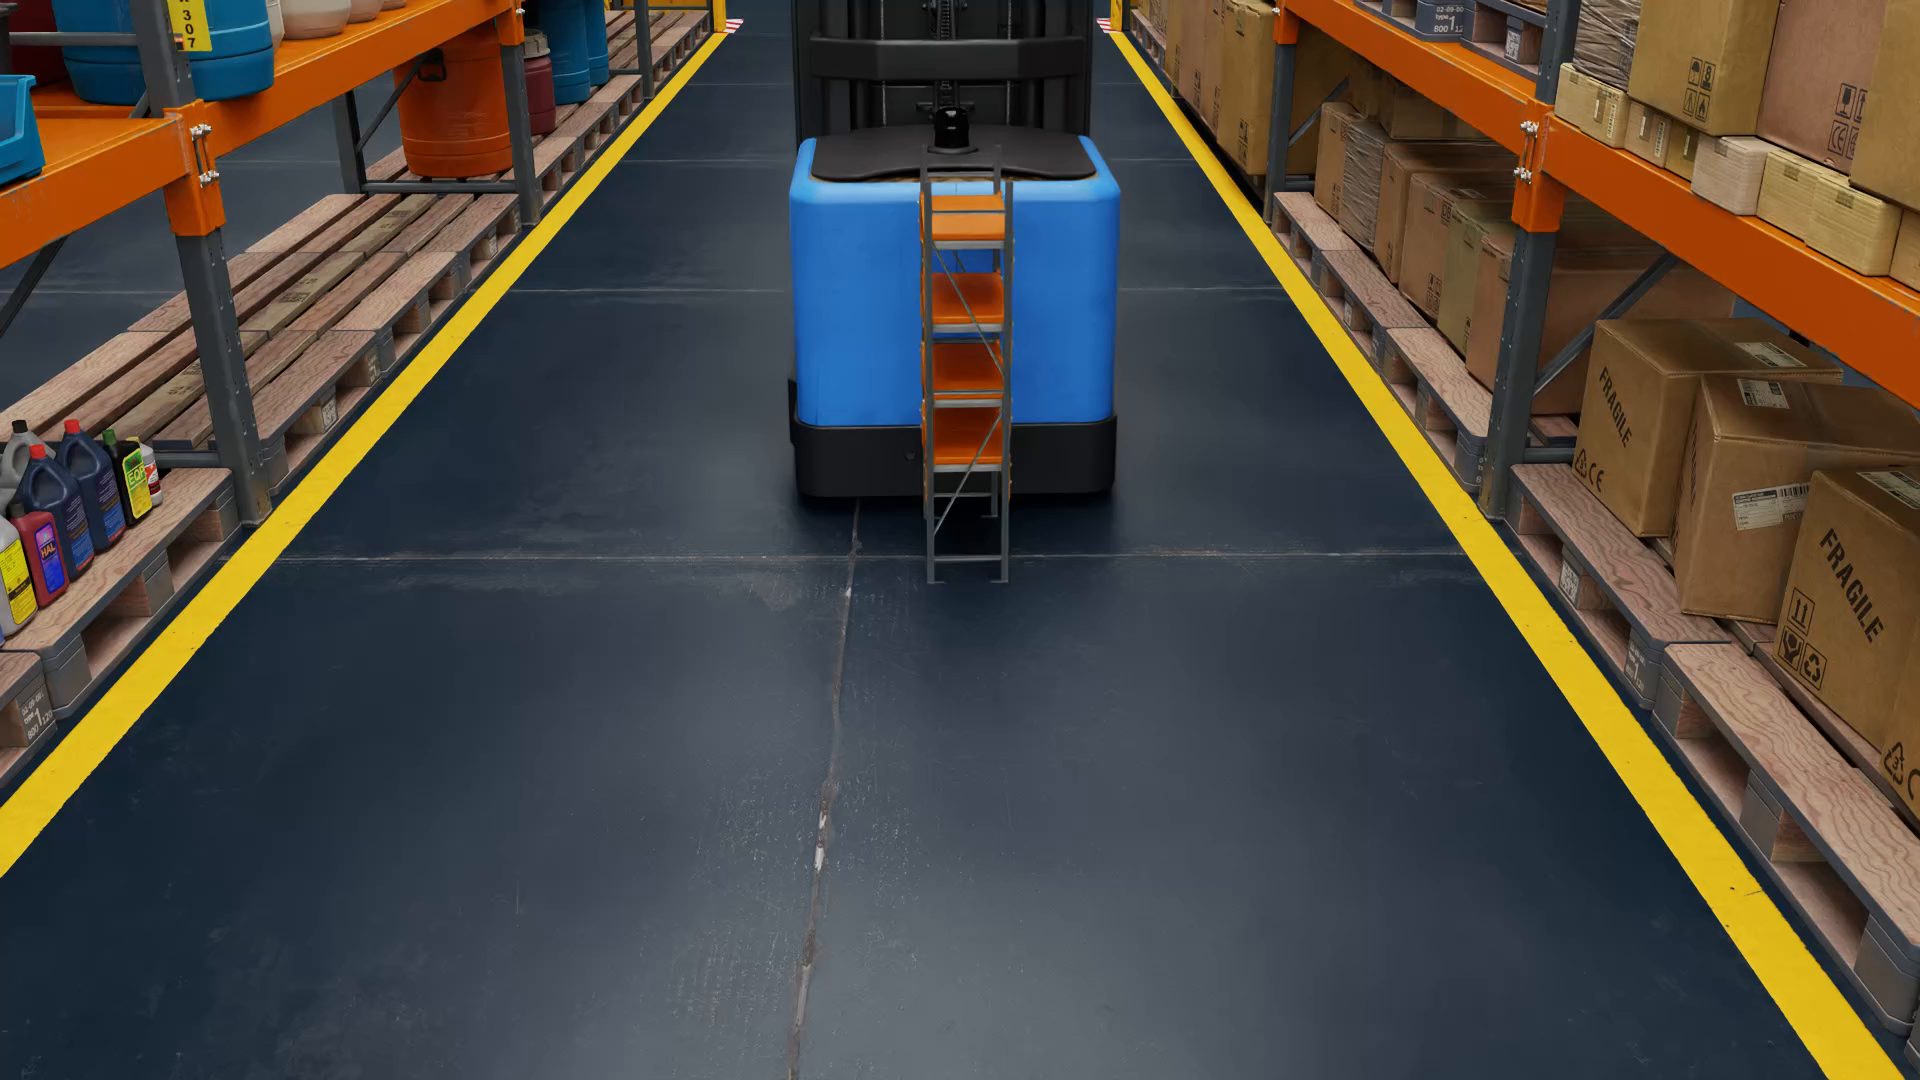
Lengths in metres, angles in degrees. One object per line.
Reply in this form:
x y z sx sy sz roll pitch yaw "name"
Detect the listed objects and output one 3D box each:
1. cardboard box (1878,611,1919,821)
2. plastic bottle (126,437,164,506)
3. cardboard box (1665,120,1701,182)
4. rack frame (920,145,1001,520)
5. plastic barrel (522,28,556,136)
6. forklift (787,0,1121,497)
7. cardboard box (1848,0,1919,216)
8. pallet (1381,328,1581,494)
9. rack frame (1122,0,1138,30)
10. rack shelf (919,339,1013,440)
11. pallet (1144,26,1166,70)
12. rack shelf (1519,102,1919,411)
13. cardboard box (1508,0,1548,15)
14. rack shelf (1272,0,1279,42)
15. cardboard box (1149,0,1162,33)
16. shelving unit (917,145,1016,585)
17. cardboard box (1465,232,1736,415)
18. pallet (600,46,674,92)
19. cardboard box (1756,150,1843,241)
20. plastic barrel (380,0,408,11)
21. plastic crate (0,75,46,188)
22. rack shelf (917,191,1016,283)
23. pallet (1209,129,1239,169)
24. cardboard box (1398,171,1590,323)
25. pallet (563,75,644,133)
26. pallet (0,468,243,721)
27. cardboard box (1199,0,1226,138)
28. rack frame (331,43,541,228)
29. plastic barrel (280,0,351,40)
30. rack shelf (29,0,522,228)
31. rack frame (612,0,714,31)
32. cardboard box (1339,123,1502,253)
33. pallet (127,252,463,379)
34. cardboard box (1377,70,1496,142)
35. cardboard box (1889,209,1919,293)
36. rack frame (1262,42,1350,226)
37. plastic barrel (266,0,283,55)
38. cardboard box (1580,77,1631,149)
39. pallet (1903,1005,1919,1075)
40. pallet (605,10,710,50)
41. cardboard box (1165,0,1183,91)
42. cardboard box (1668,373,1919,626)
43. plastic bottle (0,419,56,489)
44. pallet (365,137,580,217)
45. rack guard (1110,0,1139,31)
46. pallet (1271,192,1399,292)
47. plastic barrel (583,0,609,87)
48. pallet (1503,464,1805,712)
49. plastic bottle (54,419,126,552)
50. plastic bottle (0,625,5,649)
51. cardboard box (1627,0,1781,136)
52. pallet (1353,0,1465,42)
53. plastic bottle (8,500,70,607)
2.230 0.384 3.285 0.500 0.500 0.500 2 24 4 "cardboard box"
-2.432 -0.206 4.927 0.097 0.201 0.097 0 24 0 "plastic bottle"
1.939 -0.937 3.987 0.380 0.149 0.250 0 24 -1 "cardboard box"
0.002 -0.618 5.160 0.240 1.200 0.015 -1 24 -2 "rack frame"
-2.826 -2.836 10.297 0.600 0.588 0.708 0 24 -1 "plastic barrel"
-0.075 -2.039 6.201 1.130 2.935 3.031 -1 24 -2 "forklift"
2.189 -0.828 2.958 0.875 0.500 0.500 0 24 -1 "cardboard box"
2.195 -0.501 6.101 1.003 0.211 1.213 0 24 -1 "pallet"
2.074 -6.395 15.750 1.000 3.000 0.127 0 24 -1 "rack frame"
0.012 -0.456 4.966 0.258 0.148 0.480 -1 24 -2 "rack shelf"
2.171 -4.294 14.488 1.003 0.211 1.213 0 24 -1 "pallet"
2.227 -0.299 3.143 1.077 0.370 4.000 0 24 -1 "rack shelf"
2.336 -2.243 5.332 1.000 1.000 1.000 0 24 0 "cardboard box"
2.139 -3.595 10.432 1.077 0.370 4.000 0 24 -1 "rack shelf"
2.171 -4.980 14.690 0.875 0.875 0.875 0 24 -1 "cardboard box"
0.012 -0.517 4.938 0.258 1.200 0.503 -1 24 -2 "shelving unit"
2.220 -0.765 5.801 0.700 0.500 0.500 -2 24 -5 "cardboard box"
-2.882 -3.757 13.301 1.003 0.211 1.213 0 24 -1 "pallet"
1.945 -0.731 3.531 0.380 0.149 0.250 0 24 -1 "cardboard box"
-2.562 -2.531 7.070 0.421 0.512 0.421 0 24 0 "plastic barrel"
-2.464 -0.906 3.793 0.499 0.251 0.616 0 24 -1 "plastic crate"
0.012 -0.876 4.776 0.258 0.148 0.480 -1 24 -2 "rack shelf"
2.218 -2.655 10.864 1.003 0.211 1.213 0 24 -1 "pallet"
2.227 -1.192 6.746 0.700 0.500 0.500 -2 24 -5 "cardboard box"
-2.868 -3.136 11.928 1.003 0.211 1.213 0 24 -1 "pallet"
-2.782 0.119 4.730 1.003 0.211 1.213 0 24 -1 "pallet"
2.173 -2.974 10.254 1.225 0.875 0.875 0 24 0 "cardboard box"
-2.791 -3.077 8.412 1.000 3.000 0.127 0 24 -1 "rack frame"
-2.547 -2.188 6.282 0.433 0.535 0.433 0 24 0 "plastic barrel"
-2.770 -1.925 6.738 1.077 0.370 4.000 0 24 -1 "rack shelf"
-2.879 -6.373 15.701 1.000 3.000 0.127 0 24 -1 "rack frame"
2.207 -1.656 7.771 0.700 0.500 0.500 -2 24 -5 "cardboard box"
-2.811 -0.985 7.172 1.003 0.211 1.213 0 24 -1 "pallet"
2.215 -2.008 7.638 0.500 0.250 0.500 2 24 5 "cardboard box"
1.984 -0.525 3.076 0.380 0.149 0.250 0 24 -1 "cardboard box"
2.161 -3.099 8.462 1.000 3.000 0.127 0 24 -1 "rack frame"
-2.539 -1.885 5.614 0.433 0.535 0.433 0 24 0 "plastic barrel"
1.896 -1.143 4.442 0.380 0.149 0.250 0 24 -1 "cardboard box"
2.274 1.102 2.557 1.003 0.211 1.213 0 24 -1 "pallet"
-2.908 -4.763 15.524 1.003 0.211 1.213 0 24 -1 "pallet"
2.145 -3.707 11.874 1.225 0.875 0.875 0 24 0 "cardboard box"
2.183 -0.102 4.359 0.500 0.500 0.500 8 25 16 "cardboard box"
-2.597 -0.157 4.638 0.144 0.351 0.185 0 24 -1 "plastic bottle"
-2.842 -2.131 9.705 1.003 0.211 1.213 0 24 -1 "pallet"
2.074 -5.266 16.287 1.175 0.500 0.348 0 24 -1 "rack guard"
2.168 -1.506 8.324 1.003 0.211 1.213 0 24 -1 "pallet"
-2.846 -3.736 11.907 0.600 0.901 0.708 0 24 -1 "plastic barrel"
2.248 0.097 4.780 1.003 0.211 1.213 0 24 -1 "pallet"
-2.453 -0.158 4.639 0.144 0.351 0.185 -1 24 -2 "plastic bottle"
-2.449 0.155 4.038 0.152 0.276 0.135 0 24 0 "plastic bottle"
2.118 -1.240 3.869 0.875 0.500 0.500 0 24 -1 "cardboard box"
2.224 -2.196 6.698 1.003 0.211 1.213 0 24 -1 "pallet"
-2.407 0.019 4.330 0.061 0.283 0.133 1 24 3 "plastic bottle"
